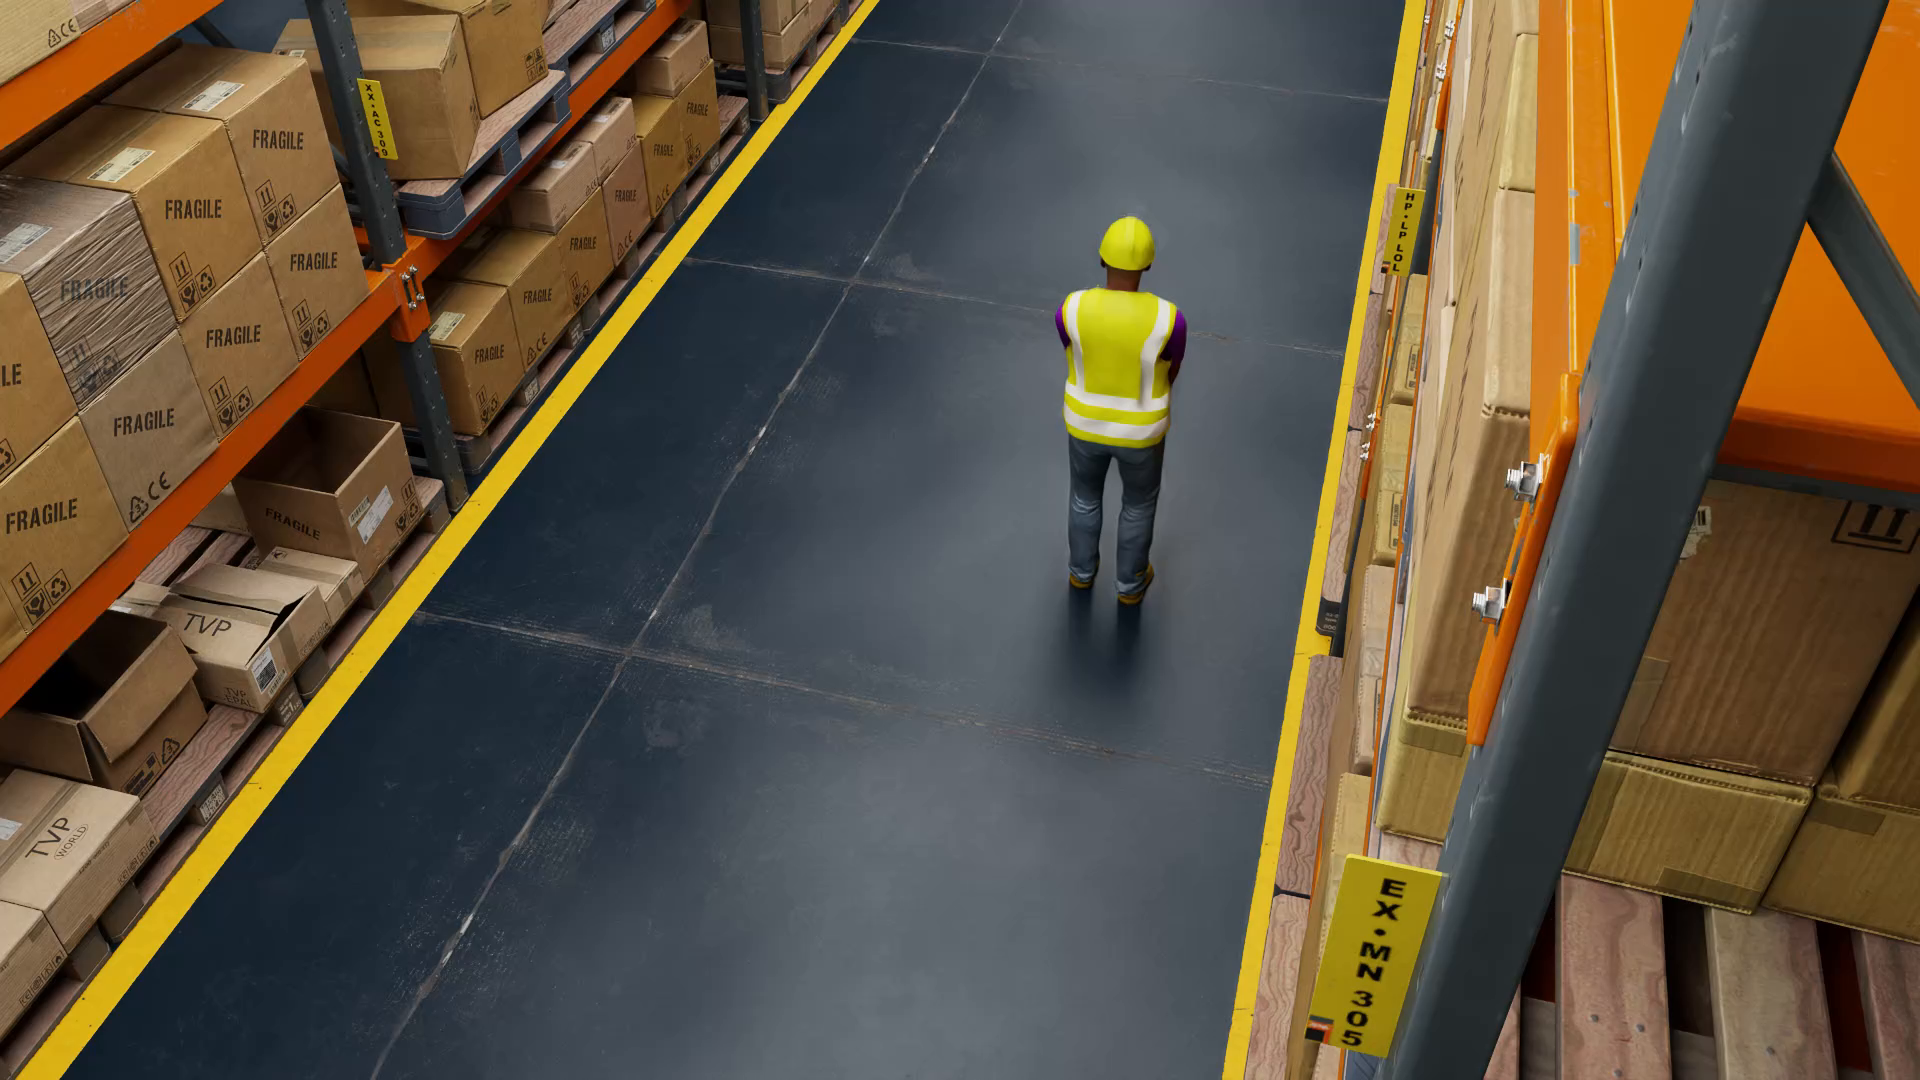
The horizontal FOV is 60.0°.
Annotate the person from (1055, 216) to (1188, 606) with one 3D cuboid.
[{"bbox_3d":[0.643,-0.540,6.771,0.504,1.758,0.581,9,42,11],"label":"person"}]
